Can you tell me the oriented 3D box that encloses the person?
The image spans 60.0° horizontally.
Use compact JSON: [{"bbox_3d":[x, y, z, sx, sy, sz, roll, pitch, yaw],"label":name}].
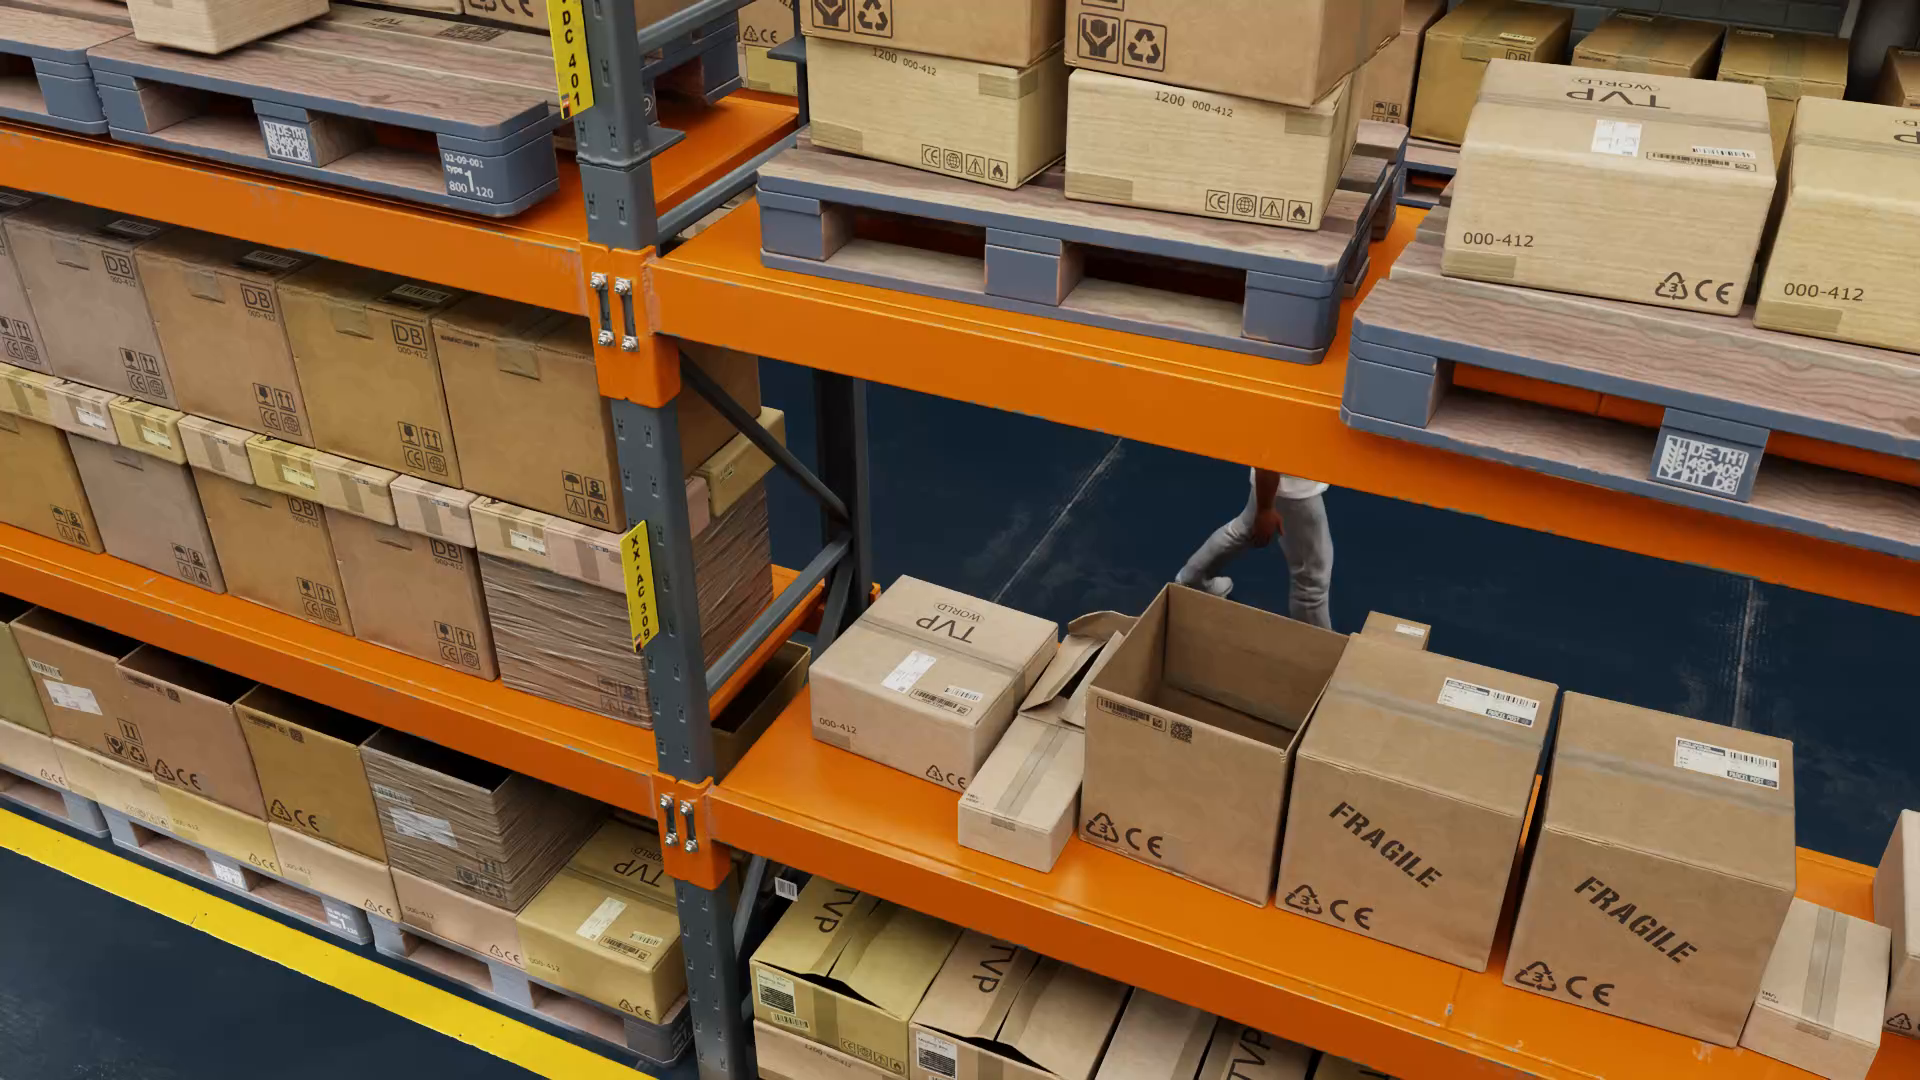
[{"bbox_3d":[1.317,-0.271,6.535,0.939,1.745,0.661,10,35,14],"label":"person"}]
